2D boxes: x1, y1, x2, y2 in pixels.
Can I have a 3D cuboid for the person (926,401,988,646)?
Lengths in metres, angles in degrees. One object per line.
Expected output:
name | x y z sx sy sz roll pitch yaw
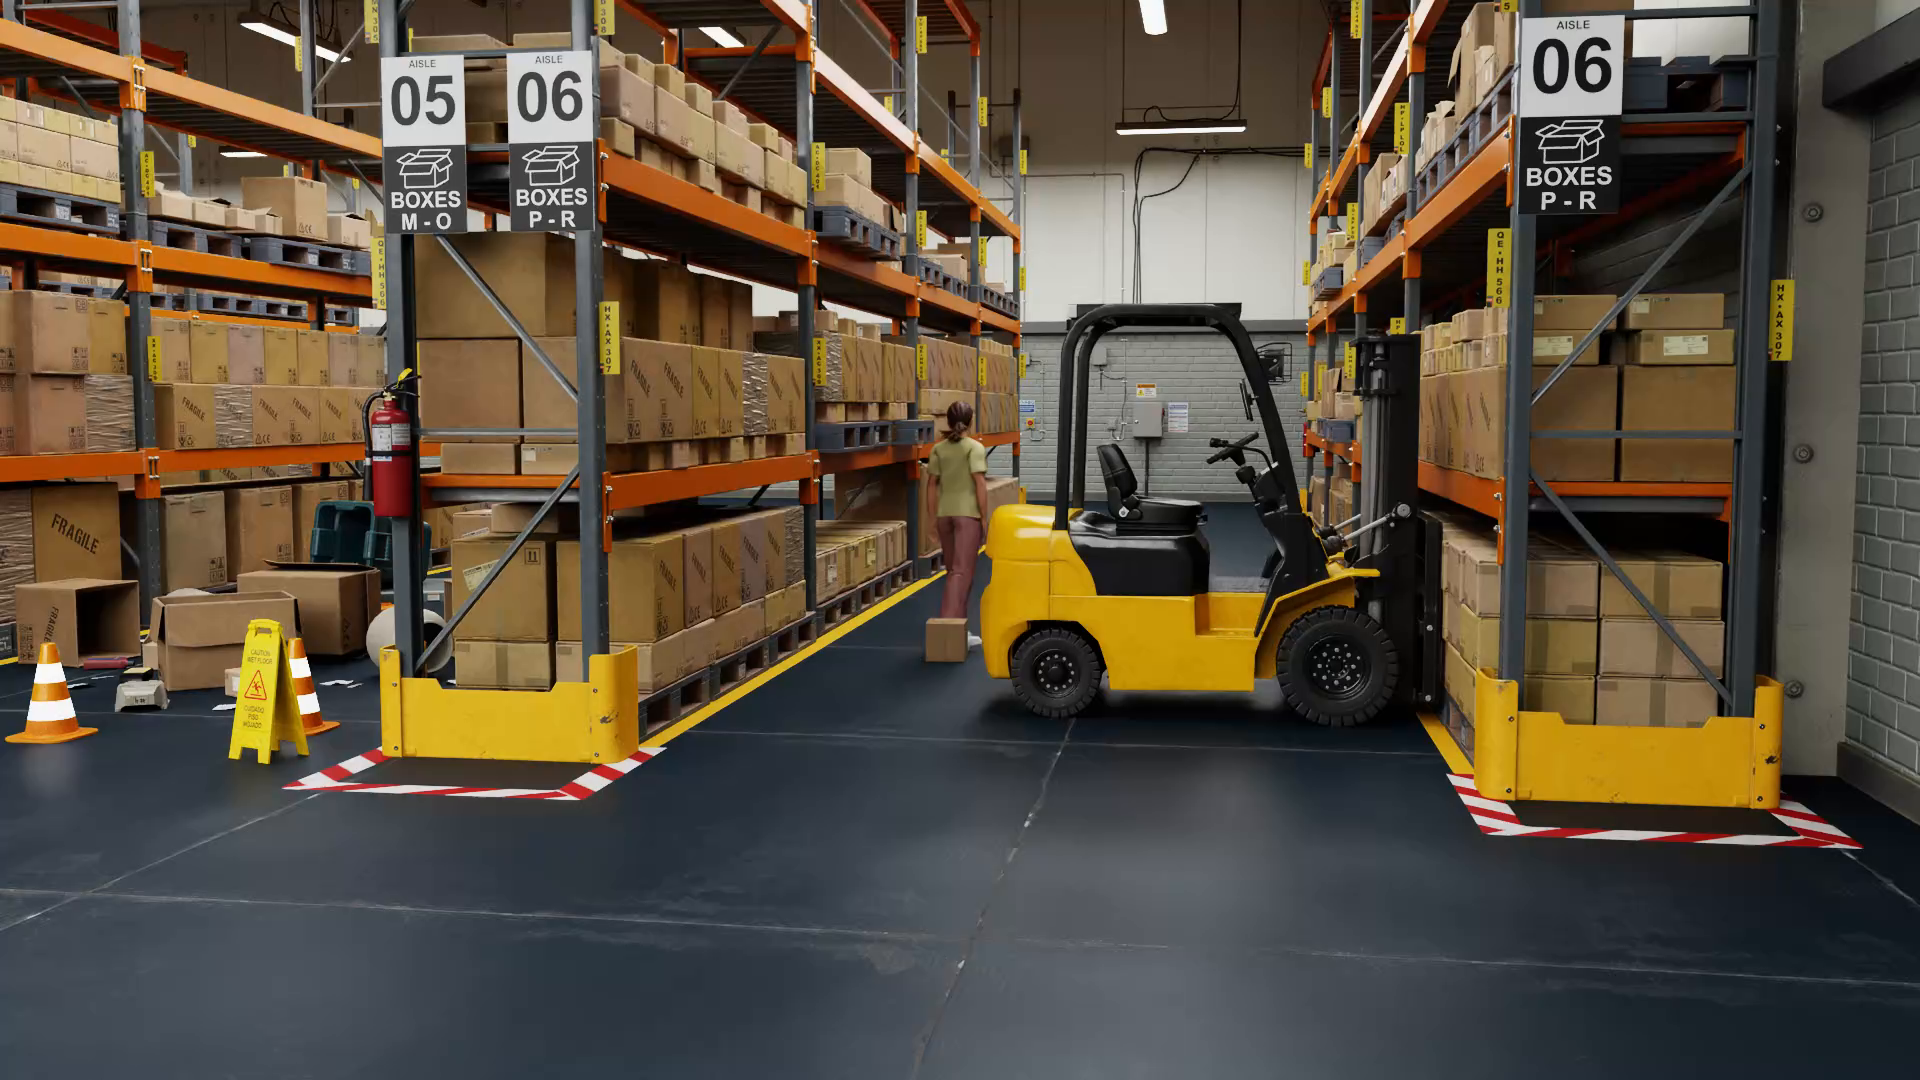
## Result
person | -0.013 -0.107 11.249 0.479 1.664 0.570 3 6 36
